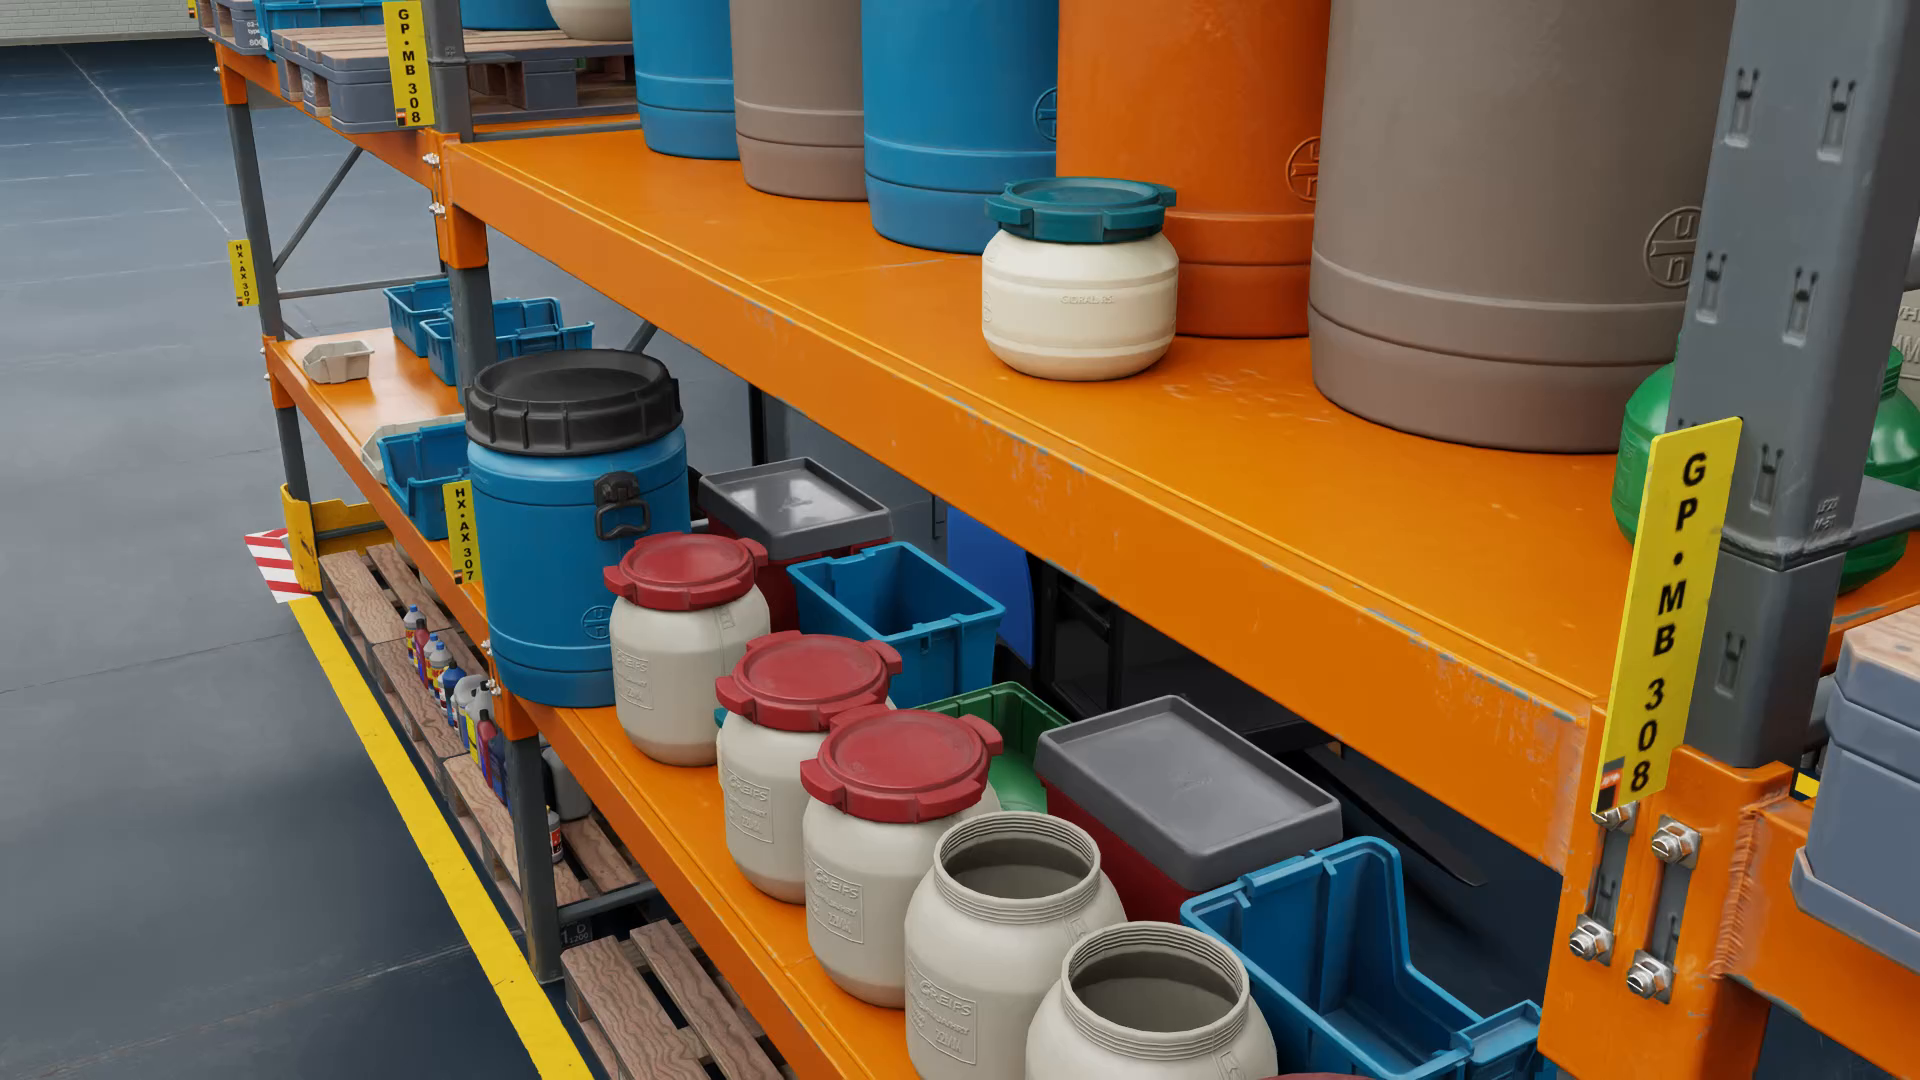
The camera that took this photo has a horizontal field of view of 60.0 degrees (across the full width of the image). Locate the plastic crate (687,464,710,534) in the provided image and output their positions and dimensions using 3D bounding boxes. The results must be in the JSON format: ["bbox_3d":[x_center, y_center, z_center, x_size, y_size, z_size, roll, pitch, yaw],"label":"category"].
[{"bbox_3d":[-1.171,-0.162,5.809,0.767,0.338,0.504,-13,25,-28],"label":"plastic crate"}]

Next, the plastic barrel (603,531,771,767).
[{"bbox_3d":[-0.713,0.292,4.429,0.433,0.535,0.433,0,22,0],"label":"plastic barrel"}]

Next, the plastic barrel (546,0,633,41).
[{"bbox_3d":[-1.064,-1.810,5.091,0.421,0.512,0.421,0,22,0],"label":"plastic barrel"}]

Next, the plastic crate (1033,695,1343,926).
[{"bbox_3d":[0.468,0.686,3.554,0.402,0.464,0.583,-13,25,-28],"label":"plastic crate"}]

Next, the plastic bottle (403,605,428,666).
[{"bbox_3d":[-2.398,0.415,7.345,0.097,0.271,0.097,0,22,0],"label":"plastic bottle"}]

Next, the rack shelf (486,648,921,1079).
[{"bbox_3d":[0.008,0.984,3.863,1.077,0.370,4.000,-13,25,-28],"label":"rack shelf"}]

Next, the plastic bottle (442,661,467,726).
[{"bbox_3d":[-2.069,0.624,6.831,0.097,0.271,0.097,0,22,0],"label":"plastic bottle"}]

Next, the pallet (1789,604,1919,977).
[{"bbox_3d":[1.337,0.262,0.950,1.003,0.211,1.213,-13,25,-28],"label":"pallet"}]

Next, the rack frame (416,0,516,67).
[{"bbox_3d":[-1.013,-2.776,4.190,1.000,3.000,0.127,-13,25,-28],"label":"rack frame"}]

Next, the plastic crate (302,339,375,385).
[{"bbox_3d":[-2.876,-0.818,7.690,0.298,0.136,0.250,-13,25,-28],"label":"plastic crate"}]

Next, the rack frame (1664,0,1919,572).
[{"bbox_3d":[1.030,-1.481,1.005,1.000,3.000,0.127,-13,25,-28],"label":"rack frame"}]

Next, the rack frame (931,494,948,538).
[{"bbox_3d":[-0.054,-0.590,9.170,0.240,1.200,0.006,-13,25,-28],"label":"rack frame"}]

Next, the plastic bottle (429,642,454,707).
[{"bbox_3d":[-2.172,0.559,6.993,0.097,0.271,0.097,0,22,0],"label":"plastic bottle"}]

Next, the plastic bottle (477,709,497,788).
[{"bbox_3d":[-1.807,0.798,6.388,0.061,0.283,0.133,-11,24,-25],"label":"plastic bottle"}]

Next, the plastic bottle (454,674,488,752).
[{"bbox_3d":[-1.933,0.688,6.668,0.152,0.276,0.135,-12,25,-27],"label":"plastic bottle"}]

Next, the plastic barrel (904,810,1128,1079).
[{"bbox_3d":[0.106,0.818,3.167,0.421,0.512,0.421,0,22,0],"label":"plastic barrel"}]

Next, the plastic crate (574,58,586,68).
[{"bbox_3d":[-1.585,-1.851,6.181,0.336,0.188,0.450,-13,25,-28],"label":"plastic crate"}]

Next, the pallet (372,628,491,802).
[{"bbox_3d":[-1.948,0.674,7.372,1.003,0.211,1.213,-13,25,-28],"label":"pallet"}]

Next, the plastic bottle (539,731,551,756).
[{"bbox_3d":[-1.574,0.809,6.370,0.152,0.276,0.135,-13,25,-28],"label":"plastic bottle"}]

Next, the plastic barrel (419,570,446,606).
[{"bbox_3d":[-2.399,0.027,8.008,0.421,0.512,0.421,0,22,0],"label":"plastic barrel"}]

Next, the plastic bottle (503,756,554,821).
[{"bbox_3d":[-1.590,0.873,6.113,0.144,0.351,0.185,-13,26,-30],"label":"plastic bottle"}]

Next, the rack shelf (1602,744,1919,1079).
[{"bbox_3d":[2.052,0.889,0.112,1.077,0.370,4.000,-13,25,-28],"label":"rack shelf"}]

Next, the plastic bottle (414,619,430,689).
[{"bbox_3d":[-2.298,0.487,7.154,0.061,0.283,0.133,-12,25,-27],"label":"plastic bottle"}]

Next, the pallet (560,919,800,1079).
[{"bbox_3d":[-0.579,1.542,5.238,1.003,0.211,1.213,-13,25,-28],"label":"pallet"}]

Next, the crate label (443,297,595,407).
[{"bbox_3d":[-1.884,-0.764,7.161,0.502,0.435,0.616,-13,25,-28],"label":"crate label"}]

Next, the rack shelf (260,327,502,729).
[{"bbox_3d":[-2.035,-0.311,7.048,1.077,0.370,4.000,-13,25,-28],"label":"rack shelf"}]

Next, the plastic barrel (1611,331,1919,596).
[{"bbox_3d":[0.860,-0.090,1.771,0.294,0.245,0.294,0,22,0],"label":"plastic barrel"}]

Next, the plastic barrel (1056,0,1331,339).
[{"bbox_3d":[0.463,-0.810,2.766,0.600,0.830,0.708,-13,25,-28],"label":"plastic barrel"}]

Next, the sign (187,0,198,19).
[{"bbox_3d":[-3.532,-2.581,7.682,0.100,0.325,0.005,-13,25,-28],"label":"sign"}]

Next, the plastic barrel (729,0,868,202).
[{"bbox_3d":[-0.233,-1.284,3.838,0.600,0.901,0.600,0,22,0],"label":"plastic barrel"}]

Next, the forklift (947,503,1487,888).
[{"bbox_3d":[0.953,-0.438,6.496,1.130,2.935,3.031,-9,24,-21],"label":"forklift"}]

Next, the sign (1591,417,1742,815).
[{"bbox_3d":[0.561,0.065,1.323,0.100,0.325,0.005,-13,25,-28],"label":"sign"}]

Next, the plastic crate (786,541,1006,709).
[{"bbox_3d":[-0.182,0.308,4.592,0.392,0.384,0.575,-13,25,-28],"label":"plastic crate"}]

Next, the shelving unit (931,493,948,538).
[{"bbox_3d":[-0.007,-0.561,9.097,0.258,1.200,0.189,-13,25,-28],"label":"shelving unit"}]

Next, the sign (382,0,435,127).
[{"bbox_3d":[-1.492,-1.288,4.502,0.100,0.325,0.005,-13,25,-28],"label":"sign"}]

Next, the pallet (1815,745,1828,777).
[{"bbox_3d":[4.284,0.970,6.645,1.003,0.211,1.213,-13,25,-28],"label":"pallet"}]

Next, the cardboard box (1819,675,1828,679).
[{"bbox_3d":[3.767,0.642,6.842,0.500,0.250,0.500,-13,26,-30],"label":"cardboard box"}]

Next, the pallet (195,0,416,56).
[{"bbox_3d":[-2.718,-2.307,7.271,1.003,0.211,1.213,-13,25,-28],"label":"pallet"}]

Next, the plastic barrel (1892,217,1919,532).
[{"bbox_3d":[1.135,-0.303,1.941,0.421,0.512,0.421,0,22,0],"label":"plastic barrel"}]

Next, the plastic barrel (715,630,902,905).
[{"bbox_3d":[-0.338,0.530,3.844,0.433,0.535,0.433,0,22,0],"label":"plastic barrel"}]

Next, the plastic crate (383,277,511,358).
[{"bbox_3d":[-2.544,-1.118,8.277,0.499,0.251,0.616,-13,25,-28],"label":"plastic crate"}]

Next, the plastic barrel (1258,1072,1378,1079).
[{"bbox_3d":[0.532,1.143,2.335,0.600,0.536,0.708,-13,25,-28],"label":"plastic barrel"}]
